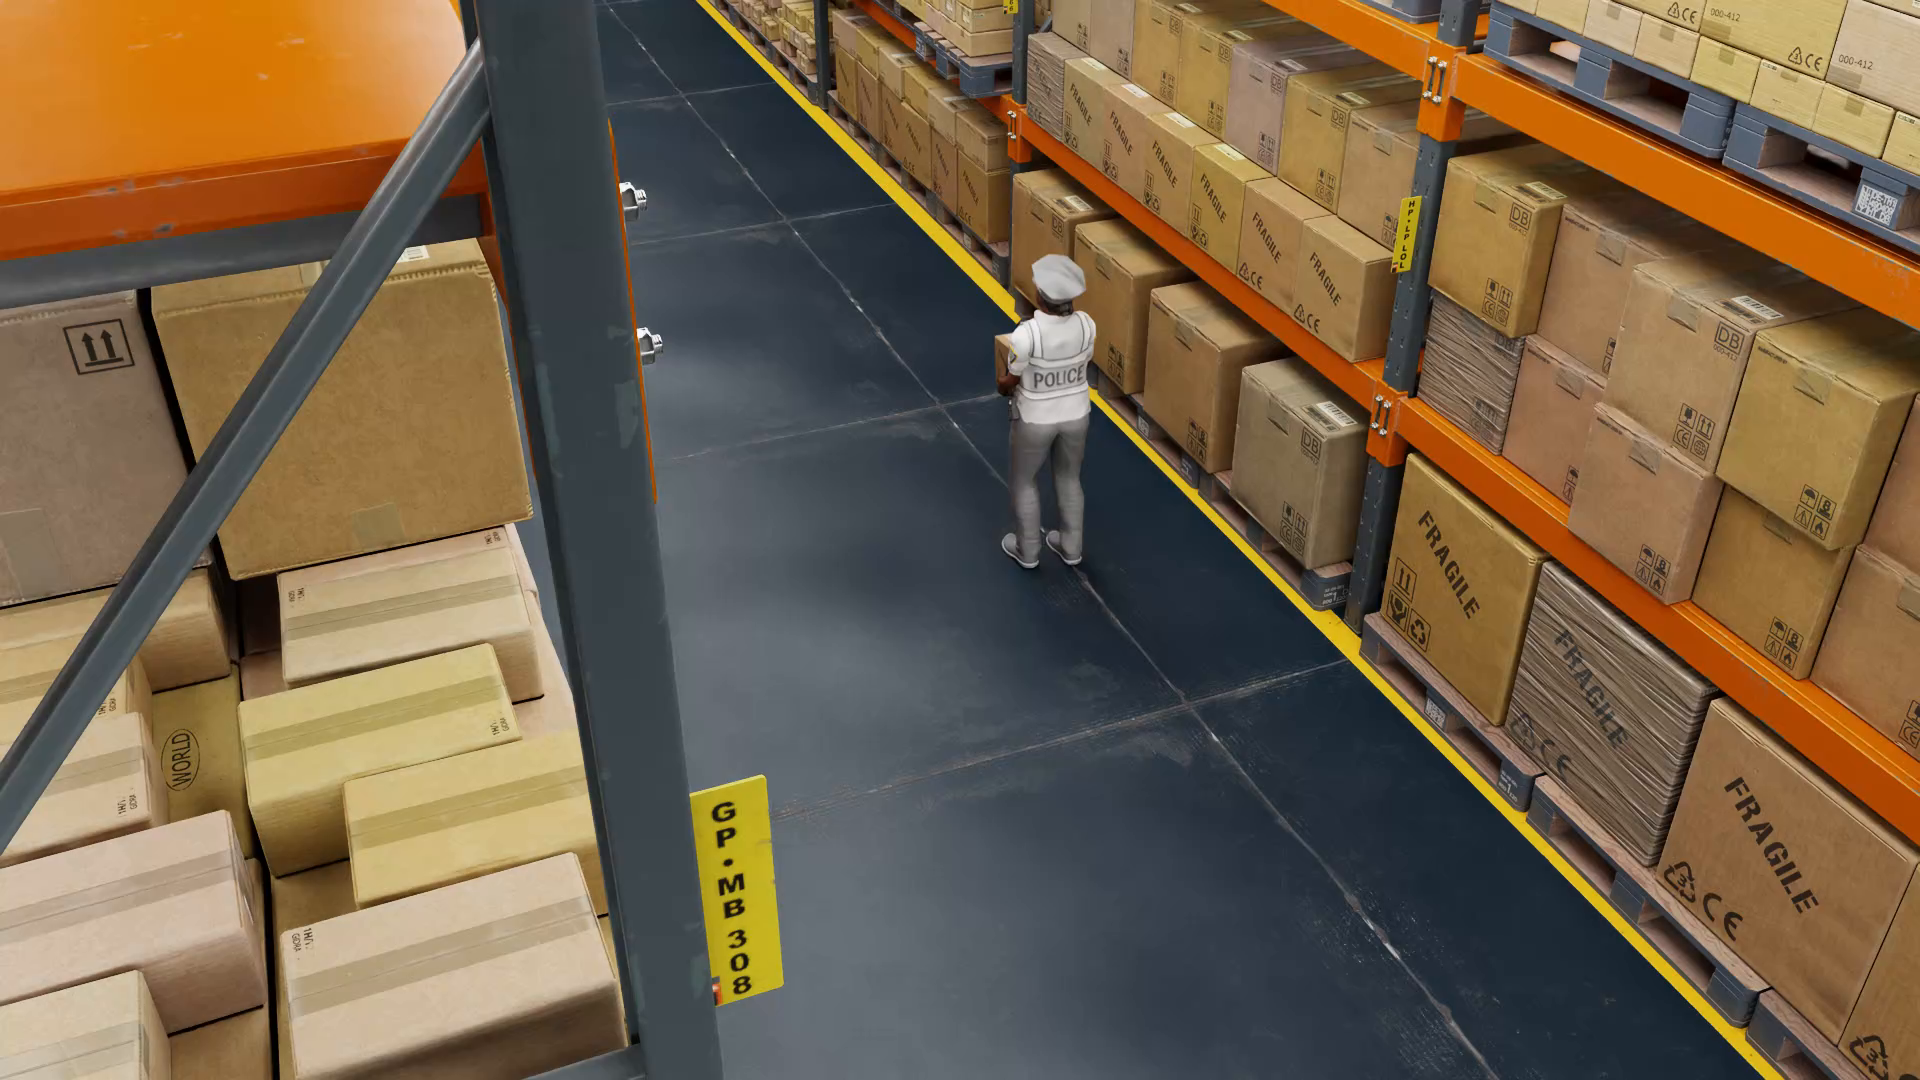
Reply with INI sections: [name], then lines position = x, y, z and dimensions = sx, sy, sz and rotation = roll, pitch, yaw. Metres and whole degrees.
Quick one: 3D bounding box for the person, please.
[person]
position = 0.404, -0.633, 8.065
dimensions = 0.449, 1.688, 0.535
rotation = -13, 36, -18
